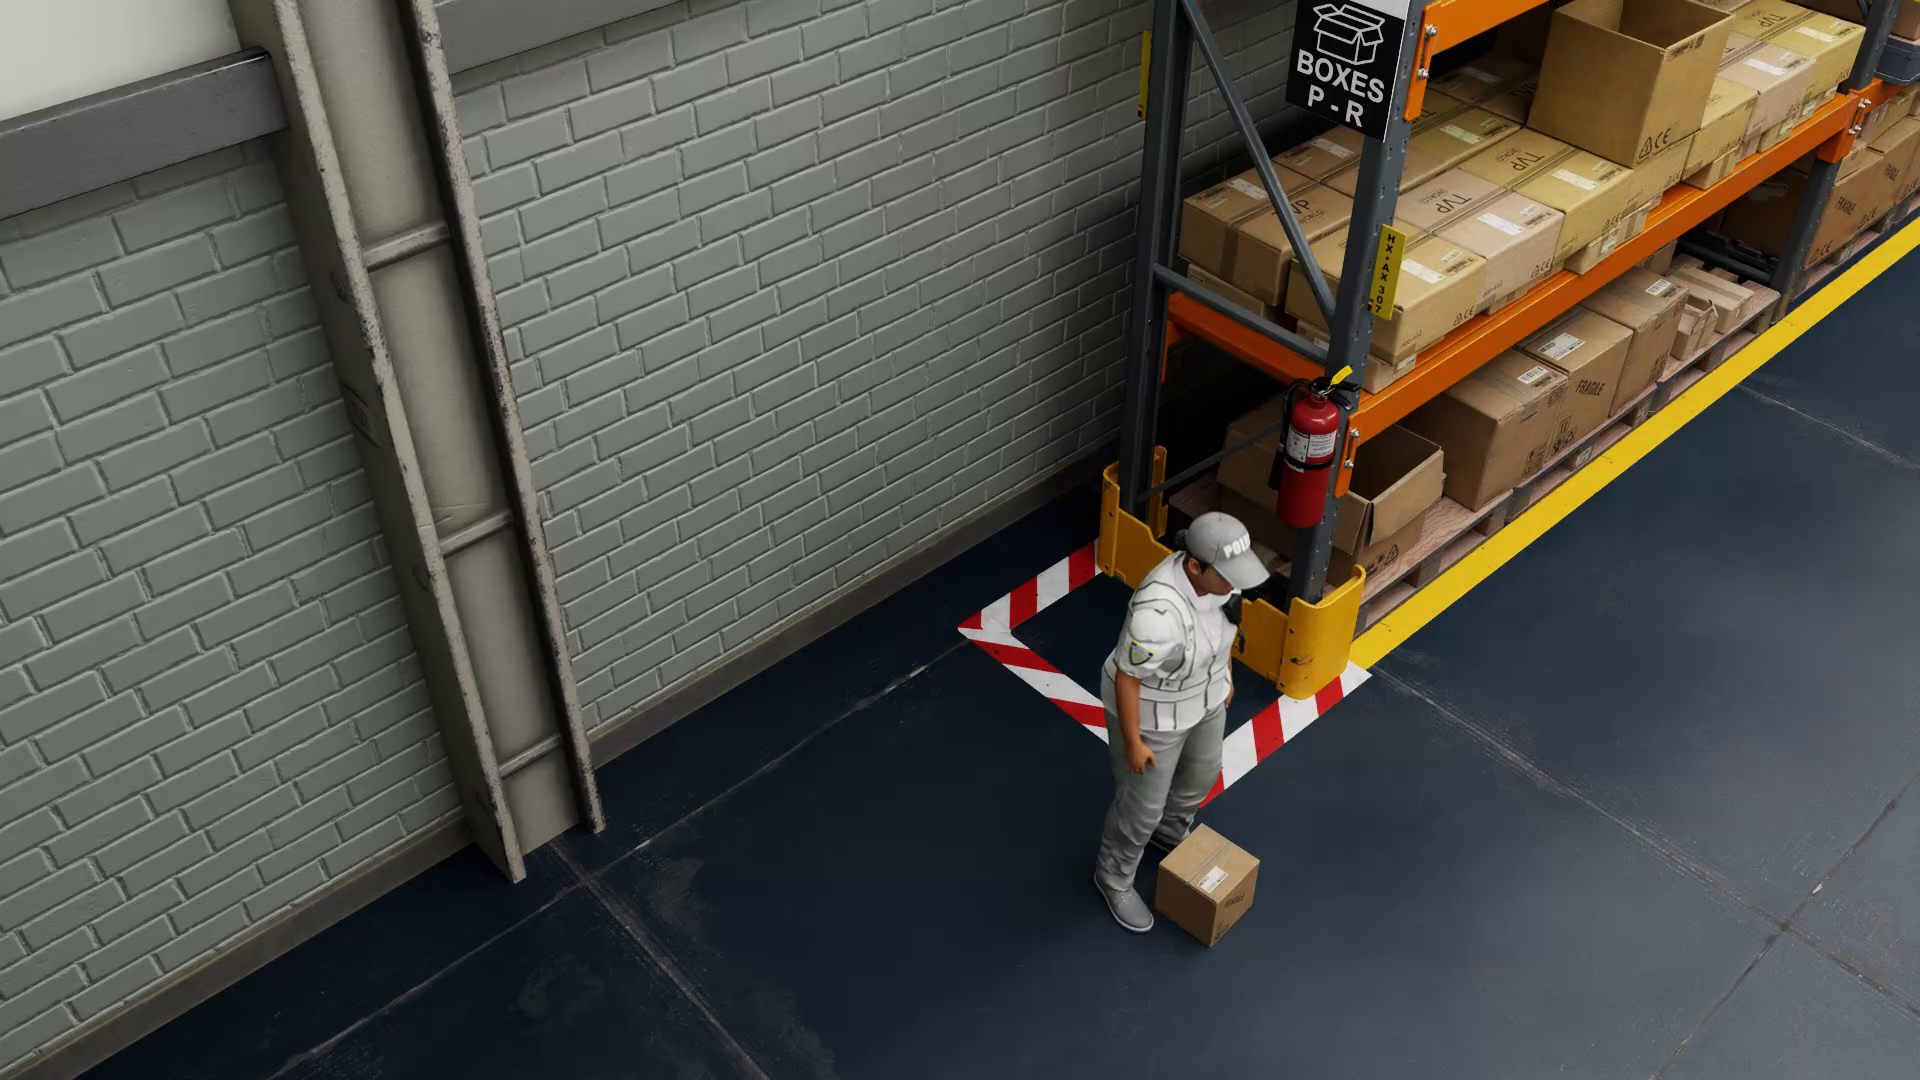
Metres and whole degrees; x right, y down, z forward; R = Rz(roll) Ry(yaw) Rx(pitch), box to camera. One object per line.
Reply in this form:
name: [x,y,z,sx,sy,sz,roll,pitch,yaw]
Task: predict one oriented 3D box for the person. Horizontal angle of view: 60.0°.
person: [0.713,0.563,5.481,0.553,1.666,0.471,-32,49,-32]
